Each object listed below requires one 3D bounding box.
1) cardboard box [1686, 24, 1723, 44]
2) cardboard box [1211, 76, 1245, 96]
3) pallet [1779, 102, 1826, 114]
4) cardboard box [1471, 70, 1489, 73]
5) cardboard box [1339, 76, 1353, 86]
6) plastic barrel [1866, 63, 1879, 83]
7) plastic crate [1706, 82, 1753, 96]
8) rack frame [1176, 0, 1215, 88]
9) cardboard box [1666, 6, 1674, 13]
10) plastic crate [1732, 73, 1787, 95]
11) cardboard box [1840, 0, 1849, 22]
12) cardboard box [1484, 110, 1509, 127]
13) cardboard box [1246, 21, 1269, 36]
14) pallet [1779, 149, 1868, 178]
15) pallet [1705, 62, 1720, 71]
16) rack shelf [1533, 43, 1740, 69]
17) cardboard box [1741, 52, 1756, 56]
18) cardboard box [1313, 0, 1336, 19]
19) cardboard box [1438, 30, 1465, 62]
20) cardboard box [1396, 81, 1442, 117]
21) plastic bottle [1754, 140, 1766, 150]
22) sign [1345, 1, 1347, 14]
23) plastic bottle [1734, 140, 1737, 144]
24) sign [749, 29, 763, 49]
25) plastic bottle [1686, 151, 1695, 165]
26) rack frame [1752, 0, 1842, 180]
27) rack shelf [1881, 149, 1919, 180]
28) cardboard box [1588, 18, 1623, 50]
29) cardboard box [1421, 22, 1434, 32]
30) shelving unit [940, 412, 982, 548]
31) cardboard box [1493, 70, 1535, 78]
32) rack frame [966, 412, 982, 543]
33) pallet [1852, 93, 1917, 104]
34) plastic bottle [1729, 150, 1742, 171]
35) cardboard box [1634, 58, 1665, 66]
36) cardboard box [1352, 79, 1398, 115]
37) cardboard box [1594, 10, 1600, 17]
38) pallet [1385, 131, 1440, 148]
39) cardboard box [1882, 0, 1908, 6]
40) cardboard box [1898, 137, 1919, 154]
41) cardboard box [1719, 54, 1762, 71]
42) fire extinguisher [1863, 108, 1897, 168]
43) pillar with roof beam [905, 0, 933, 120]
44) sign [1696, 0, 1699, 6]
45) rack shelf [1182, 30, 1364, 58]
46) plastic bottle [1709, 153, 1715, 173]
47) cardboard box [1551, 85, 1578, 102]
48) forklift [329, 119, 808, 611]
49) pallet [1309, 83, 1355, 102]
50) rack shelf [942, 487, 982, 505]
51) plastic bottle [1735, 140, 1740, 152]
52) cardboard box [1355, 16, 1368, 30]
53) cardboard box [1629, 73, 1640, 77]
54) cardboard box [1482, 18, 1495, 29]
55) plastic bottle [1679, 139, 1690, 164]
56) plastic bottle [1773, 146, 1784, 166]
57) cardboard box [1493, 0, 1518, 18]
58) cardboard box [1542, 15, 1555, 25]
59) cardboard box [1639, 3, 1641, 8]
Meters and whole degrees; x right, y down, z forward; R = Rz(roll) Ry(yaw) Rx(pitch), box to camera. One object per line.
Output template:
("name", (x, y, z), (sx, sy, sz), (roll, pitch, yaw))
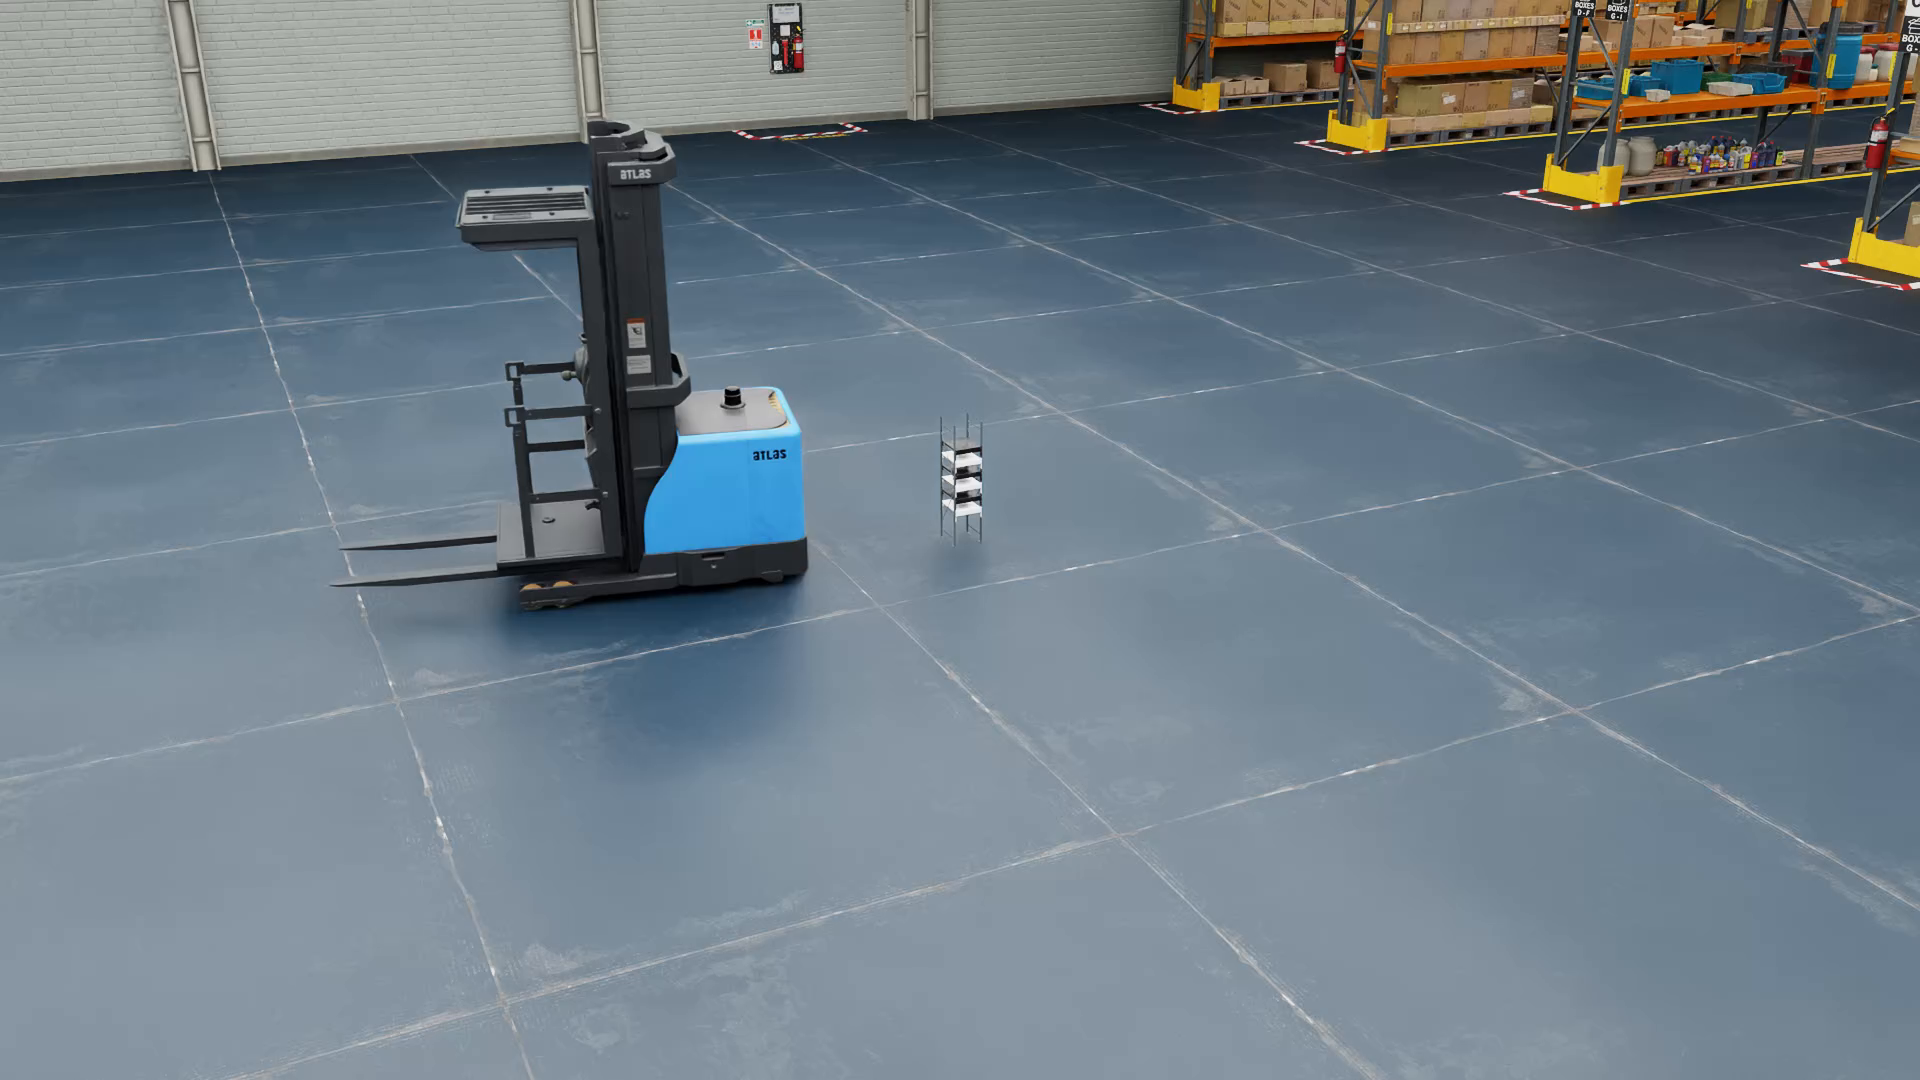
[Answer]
("cardboard box", (13.435, -9.177, 30.115), (0.500, 0.311, 0.500), (-9, 24, -20))
("cardboard box", (5.084, -8.688, 31.757), (0.500, 0.311, 0.500), (-14, 26, -30))
("pallet", (15.569, -8.287, 31.494), (1.213, 0.211, 1.003), (-10, 25, -24))
("cardboard box", (10.490, -9.836, 34.283), (0.500, 0.500, 0.700), (-10, 25, -24))
("cardboard box", (7.557, -9.102, 32.946), (0.250, 0.166, 0.380), (-14, 26, -30))
("plastic barrel", (13.582, -6.995, 24.909), (0.301, 0.262, 0.301), (0, 22, 0))
("plastic crate", (10.969, -6.414, 23.668), (0.437, 0.136, 0.530), (-10, 25, -24))
("rack frame", (4.422, -9.643, 31.125), (0.127, 3.000, 1.000), (-10, 25, -24))
("cardboard box", (15.053, -11.373, 35.606), (0.250, 0.149, 0.380), (-10, 25, -23))
("plastic crate", (11.443, -6.547, 23.838), (0.616, 0.251, 0.499), (-10, 25, -24))
("cardboard box", (16.270, -10.030, 31.379), (0.500, 0.500, 0.700), (-6, 23, -15))
("cardboard box", (8.956, -7.204, 28.278), (0.500, 0.250, 0.500), (-10, 25, -24))
("cardboard box", (5.461, -9.646, 31.301), (0.500, 0.250, 0.500), (-11, 25, -25))
("pallet", (13.014, -5.748, 25.360), (1.213, 0.211, 1.003), (-10, 25, -24))
("pallet", (17.054, -10.648, 37.199), (1.213, 0.211, 1.003), (-10, 25, -24))
("rack shelf", (11.980, -8.600, 29.544), (4.000, 0.370, 1.077), (-10, 25, -24))
("cardboard box", (17.348, -11.019, 37.168), (0.500, 0.500, 0.700), (-11, 25, -25))
("cardboard box", (6.828, -10.244, 31.764), (0.500, 0.500, 0.500), (-11, 25, -25))
("cardboard box", (7.921, -8.225, 27.568), (0.500, 0.500, 0.700), (-10, 25, -23))
("cardboard box", (7.603, -7.303, 27.536), (0.500, 0.500, 0.500), (-10, 25, -24))
("plastic bottle", (11.805, -5.716, 24.524), (0.185, 0.351, 0.144), (-10, 25, -24))
("sign", (6.351, -8.771, 27.193), (0.005, 0.325, 0.100), (-10, 25, -24))
("plastic bottle", (11.566, -5.873, 25.001), (0.135, 0.276, 0.152), (-9, 24, -22))
("sign", (-3.515, -8.626, 28.620), (0.234, 0.329, 0.001), (-10, 25, -24))
("plastic bottle", (10.787, -5.645, 24.549), (0.097, 0.201, 0.097), (0, 22, 0))
("rack frame", (12.323, -6.893, 24.479), (0.127, 3.000, 1.000), (-10, 25, -24))
("rack shelf", (12.669, -4.522, 19.692), (4.000, 0.370, 1.077), (-10, 25, -24))
("cardboard box", (11.352, -8.856, 29.091), (0.500, 0.500, 0.500), (-9, 24, -20))
("cardboard box", (7.483, -8.359, 27.044), (0.250, 0.149, 0.380), (-10, 25, -23))
("shelving unit", (0.007, -0.417, 11.581), (0.210, 0.900, 0.258), (-10, 25, -24))
("cardboard box", (9.624, -7.901, 28.982), (0.500, 0.500, 0.500), (-10, 25, -24))
("rack frame", (0.099, -0.434, 11.622), (0.006, 0.900, 0.240), (-10, 25, -24))
("pallet", (18.006, -8.752, 32.618), (1.213, 0.211, 1.003), (-10, 25, -24))
("plastic bottle", (11.255, -5.520, 24.150), (0.135, 0.276, 0.152), (-10, 24, -23))
("cardboard box", (14.705, -10.682, 35.896), (0.750, 0.750, 0.750), (-10, 25, -23))
("cardboard box", (6.928, -7.398, 27.767), (0.500, 0.500, 0.500), (-10, 25, -24))
("cardboard box", (13.175, -11.061, 34.853), (0.250, 0.149, 0.380), (-10, 25, -23))
("pallet", (7.245, -6.790, 27.877), (1.213, 0.211, 1.003), (-10, 25, -24))
("cardboard box", (17.933, -10.417, 31.555), (0.500, 0.500, 0.500), (-10, 24, -22))
("cardboard box", (11.034, -4.525, 19.087), (0.250, 0.149, 0.380), (-10, 25, -24))
("cardboard box", (14.572, -8.905, 31.055), (0.500, 0.250, 0.500), (-9, 24, -22))
("fire extinguisher", (10.564, -4.626, 19.106), (0.183, 0.674, 0.296), (-10, 25, -24))
("pillar with roof beam", (1.138, -10.351, 24.989), (0.400, 9.000, 9.100), (-10, 25, -24))
("sign", (13.538, -9.948, 30.449), (0.005, 0.325, 0.100), (-10, 25, -24))
("rack shelf", (6.224, -9.643, 32.064), (4.000, 0.370, 1.077), (-10, 25, -24))
("plastic bottle", (10.796, -5.422, 23.919), (0.097, 0.271, 0.097), (0, 22, 0))
("cardboard box", (10.658, -7.766, 28.901), (0.500, 0.311, 0.500), (-10, 25, -23))
("forklift", (-2.587, -1.125, 10.635), (3.031, 2.935, 1.130), (-5, 23, -13))
("pallet", (7.436, -8.895, 32.962), (1.213, 0.211, 1.003), (-10, 25, -24))
("rack shelf", (0.007, -0.303, 11.628), (0.200, 0.077, 0.258), (-10, 25, -24))
("plastic bottle", (11.613, -5.839, 24.911), (0.133, 0.283, 0.061), (-10, 25, -24))
("cardboard box", (7.731, -10.064, 32.310), (0.500, 0.250, 0.500), (-10, 25, -23))
("cardboard box", (12.253, -8.287, 30.161), (0.500, 0.311, 0.500), (-11, 25, -25))
("cardboard box", (8.643, -8.572, 27.558), (0.250, 0.149, 0.380), (-10, 24, -22))
("plastic bottle", (10.695, -5.748, 24.603), (0.185, 0.351, 0.144), (-9, 24, -21))
("plastic bottle", (12.032, -5.647, 24.447), (0.133, 0.283, 0.061), (-9, 24, -21))
("cardboard box", (8.874, -9.003, 27.751), (0.500, 0.500, 0.700), (-10, 25, -24))
("cardboard box", (9.802, -8.787, 28.077), (0.250, 0.149, 0.380), (-11, 25, -25))
("cardboard box", (14.016, -11.495, 35.052), (0.500, 0.500, 0.500), (-10, 25, -24))
